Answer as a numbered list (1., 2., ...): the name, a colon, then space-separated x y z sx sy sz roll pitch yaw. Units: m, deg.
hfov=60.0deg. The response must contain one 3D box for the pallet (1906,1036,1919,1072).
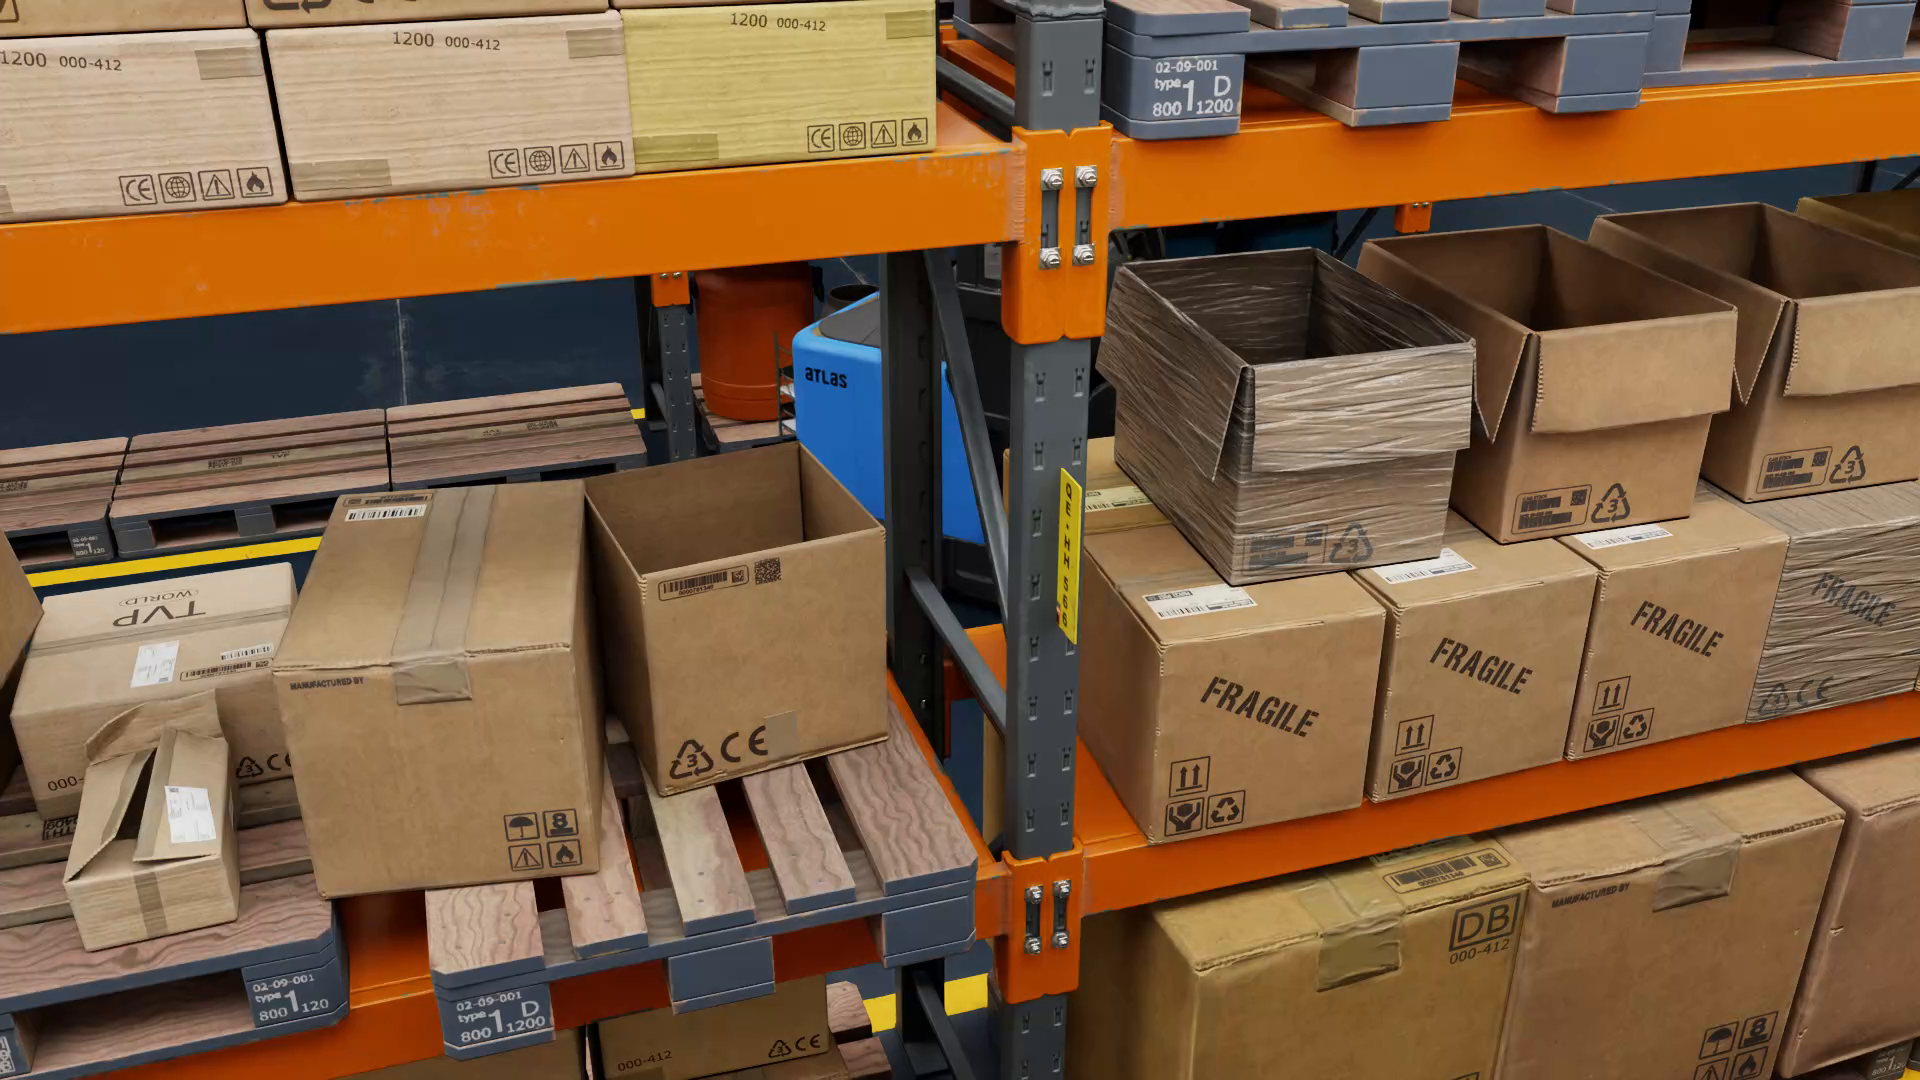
1. pallet: 3.117 1.123 5.251 1.213 0.211 1.003 -8 28 -16

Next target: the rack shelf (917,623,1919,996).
1. rack shelf: 1.926 0.333 4.514 4.000 0.370 1.077 -8 28 -16

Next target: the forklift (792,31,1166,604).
1. forklift: 0.801 -1.100 6.670 3.031 2.935 1.130 14 30 26

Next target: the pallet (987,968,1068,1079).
1. pallet: 0.797 1.459 4.574 1.213 0.211 1.003 -8 28 -16

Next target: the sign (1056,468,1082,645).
1. sign: 0.201 0.032 3.100 0.005 0.325 0.100 -8 28 -16

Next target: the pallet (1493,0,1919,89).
1. pallet: 1.683 -1.239 3.711 1.213 0.211 1.003 -7 27 -14

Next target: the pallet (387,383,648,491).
1. pallet: -2.258 -0.468 8.456 1.213 0.211 1.003 -8 28 -16

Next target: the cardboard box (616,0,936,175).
1. cardboard box: -0.352 -0.821 2.825 0.500 0.250 0.500 -8 28 -16

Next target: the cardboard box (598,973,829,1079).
1. cardboard box: -0.603 0.978 3.879 0.500 0.250 0.500 -7 27 -14

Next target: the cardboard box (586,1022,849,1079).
1. cardboard box: -0.606 1.310 4.055 0.500 0.500 0.700 -10 28 -19

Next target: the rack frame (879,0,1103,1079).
1. rack frame: 0.024 0.287 3.800 0.127 3.000 1.000 -8 28 -16

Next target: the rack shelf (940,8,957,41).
1. rack shelf: -1.138 -3.856 12.952 4.000 0.370 1.077 -8 28 -16

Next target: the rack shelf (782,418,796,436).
1. rack shelf: -0.702 -0.508 7.837 0.200 0.077 0.258 -18 32 -32

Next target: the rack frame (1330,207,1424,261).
1. rack frame: 2.294 -2.358 9.127 0.127 3.000 1.000 -8 28 -16

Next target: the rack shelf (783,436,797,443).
1. rack shelf: -0.702 -0.428 7.877 0.200 0.077 0.258 -18 32 -32

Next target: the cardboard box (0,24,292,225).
1. cardboard box: -1.298 -0.679 2.539 0.500 0.250 0.500 -7 27 -15

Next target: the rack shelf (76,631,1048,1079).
1. rack shelf: -1.877 0.884 3.405 4.000 0.370 1.077 -8 28 -16

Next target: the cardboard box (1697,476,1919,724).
1. cardboard box: 2.023 0.078 4.107 0.500 0.500 0.500 -8 28 -16

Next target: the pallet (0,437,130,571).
1. pallet: -4.578 -0.132 7.779 1.213 0.211 1.003 -8 28 -16

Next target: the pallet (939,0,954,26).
1. pallet: -0.030 -4.303 13.261 1.213 0.211 1.003 -8 28 -16

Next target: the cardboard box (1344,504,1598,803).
1. cardboard box: 1.061 0.218 3.825 0.500 0.500 0.500 -9 28 -17

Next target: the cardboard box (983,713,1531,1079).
1. cardboard box: 0.687 0.964 4.352 0.875 0.875 1.225 -10 28 -18

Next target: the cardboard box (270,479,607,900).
1. cardboard box: -0.976 0.264 3.260 0.500 0.500 0.700 -4 27 -8

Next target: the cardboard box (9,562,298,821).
1. cardboard box: -1.640 0.299 3.470 0.500 0.250 0.500 -9 28 -18

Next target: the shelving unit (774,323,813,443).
1. shelving unit: -0.702 -0.538 7.822 0.210 0.900 0.258 -18 32 -32

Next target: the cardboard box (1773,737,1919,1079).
1. cardboard box: 2.376 0.719 4.845 0.875 0.875 1.225 -9 28 -18

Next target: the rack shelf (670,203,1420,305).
1. rack shelf: 0.392 -1.761 8.732 4.000 0.370 1.077 -8 28 -16

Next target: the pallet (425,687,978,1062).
1. pallet: -0.620 0.516 3.554 1.003 0.211 1.213 -8 28 -16

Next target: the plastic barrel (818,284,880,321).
1. plastic barrel: -0.540 -1.072 8.861 0.421 0.512 0.421 0 26 0

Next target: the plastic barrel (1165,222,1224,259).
1. plastic barrel: 1.098 -1.441 9.168 0.708 0.901 0.600 -8 28 -16

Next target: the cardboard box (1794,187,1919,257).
1. cardboard box: 2.567 -0.577 4.299 0.637 0.503 0.797 -8 27 -16

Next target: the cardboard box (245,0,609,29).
1. cardboard box: -0.836 -1.079 2.502 0.500 0.500 0.500 -8 28 -16

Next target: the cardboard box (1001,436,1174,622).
1. cardboard box: 0.417 0.069 4.125 0.500 0.500 0.500 -7 27 -15

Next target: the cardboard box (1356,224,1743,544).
1. cardboard box: 1.345 -0.390 3.922 0.637 0.503 0.797 -8 27 -15

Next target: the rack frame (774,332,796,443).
1. rack frame: -0.784 -0.511 7.768 0.006 0.900 0.240 -18 32 -32
